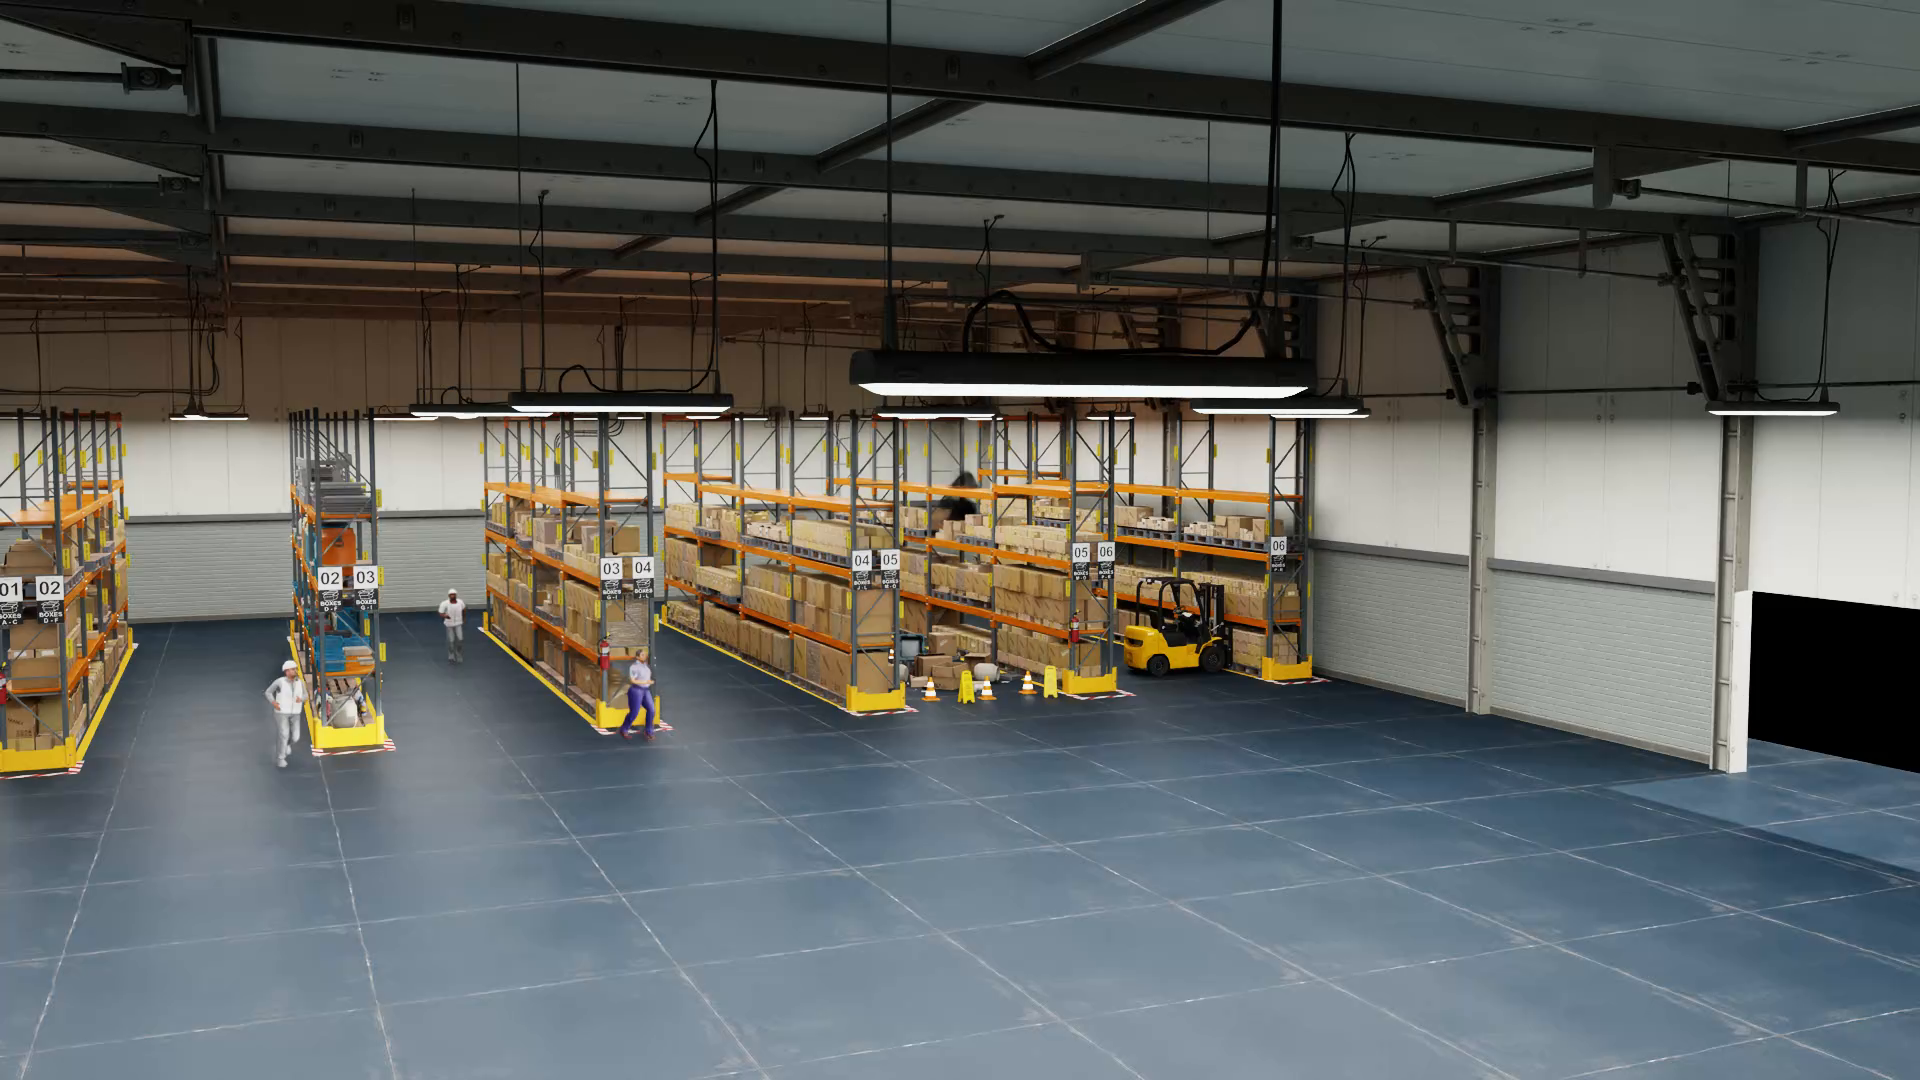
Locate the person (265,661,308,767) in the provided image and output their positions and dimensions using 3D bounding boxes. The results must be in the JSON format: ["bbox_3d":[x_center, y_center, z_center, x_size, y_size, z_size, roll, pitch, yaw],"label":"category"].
[{"bbox_3d":[-11.368,2.911,28.166,0.796,1.731,0.687,4,6,45],"label":"person"}]

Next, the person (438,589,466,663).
[{"bbox_3d":[-12.146,2.043,39.855,0.681,1.760,0.730,-2,4,-25],"label":"person"}]

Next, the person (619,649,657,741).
[{"bbox_3d":[-5.791,2.819,29.985,0.748,1.728,0.624,2,4,22],"label":"person"}]
